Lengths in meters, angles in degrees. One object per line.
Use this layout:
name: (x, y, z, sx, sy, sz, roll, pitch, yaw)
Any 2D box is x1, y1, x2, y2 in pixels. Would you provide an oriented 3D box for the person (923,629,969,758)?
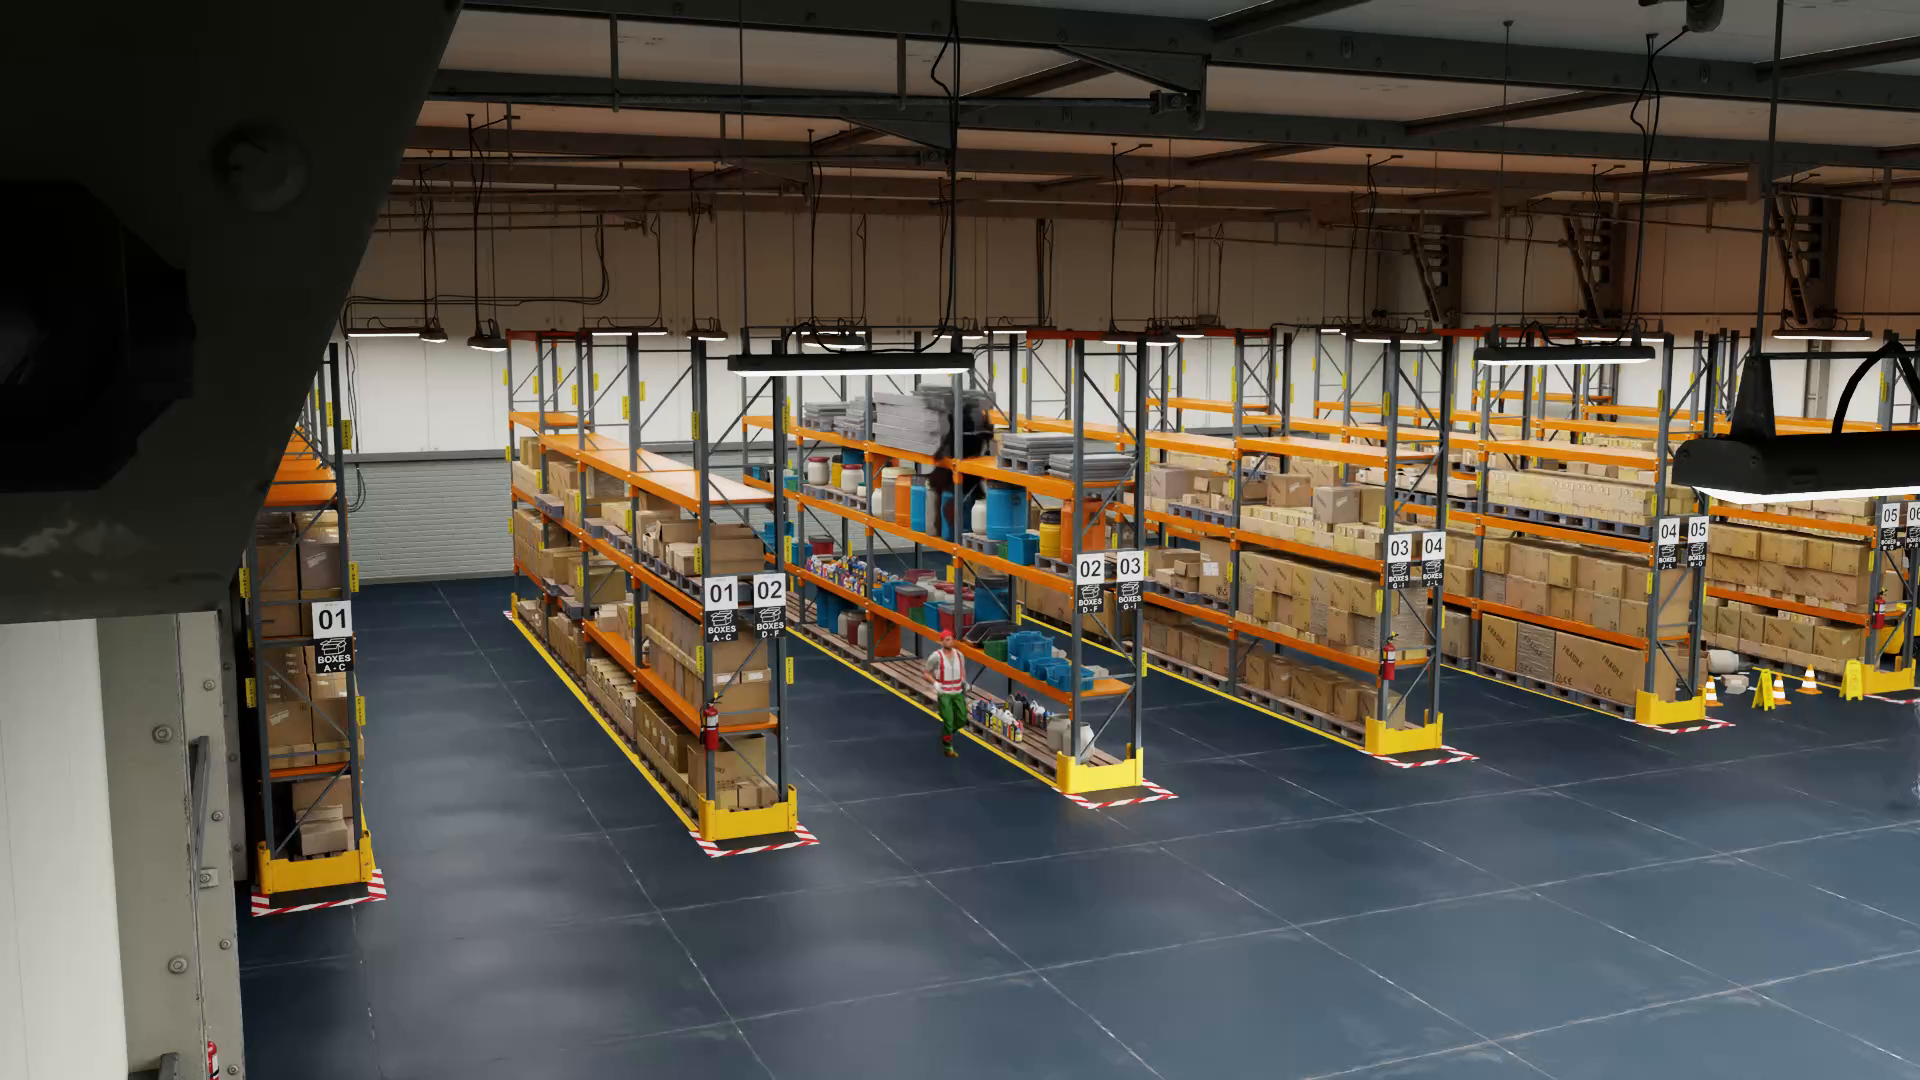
person: (-0.165, 2.092, 22.732, 0.653, 1.750, 0.565, -4, 9, -28)
